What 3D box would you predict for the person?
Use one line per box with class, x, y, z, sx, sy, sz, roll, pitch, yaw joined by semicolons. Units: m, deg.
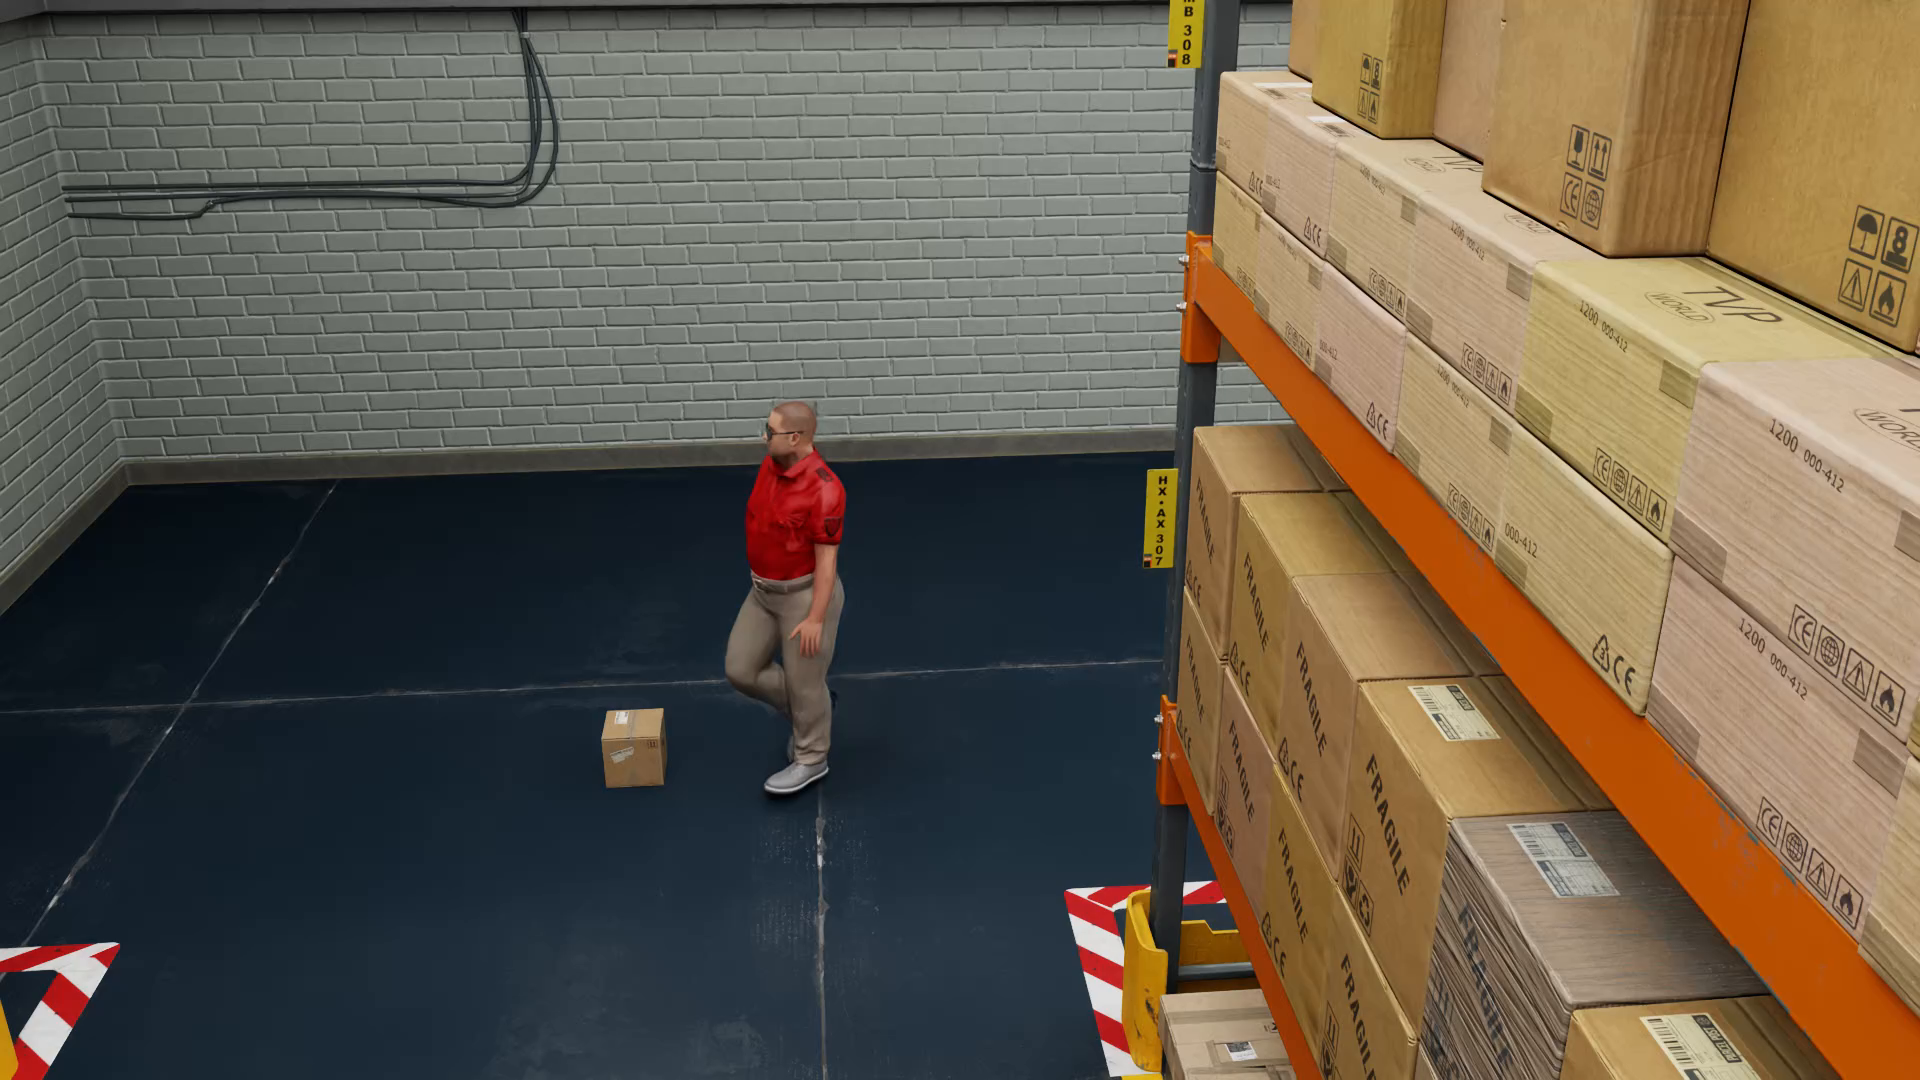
person;-0.708;0.247;7.005;0.545;1.719;0.485;21;31;40
